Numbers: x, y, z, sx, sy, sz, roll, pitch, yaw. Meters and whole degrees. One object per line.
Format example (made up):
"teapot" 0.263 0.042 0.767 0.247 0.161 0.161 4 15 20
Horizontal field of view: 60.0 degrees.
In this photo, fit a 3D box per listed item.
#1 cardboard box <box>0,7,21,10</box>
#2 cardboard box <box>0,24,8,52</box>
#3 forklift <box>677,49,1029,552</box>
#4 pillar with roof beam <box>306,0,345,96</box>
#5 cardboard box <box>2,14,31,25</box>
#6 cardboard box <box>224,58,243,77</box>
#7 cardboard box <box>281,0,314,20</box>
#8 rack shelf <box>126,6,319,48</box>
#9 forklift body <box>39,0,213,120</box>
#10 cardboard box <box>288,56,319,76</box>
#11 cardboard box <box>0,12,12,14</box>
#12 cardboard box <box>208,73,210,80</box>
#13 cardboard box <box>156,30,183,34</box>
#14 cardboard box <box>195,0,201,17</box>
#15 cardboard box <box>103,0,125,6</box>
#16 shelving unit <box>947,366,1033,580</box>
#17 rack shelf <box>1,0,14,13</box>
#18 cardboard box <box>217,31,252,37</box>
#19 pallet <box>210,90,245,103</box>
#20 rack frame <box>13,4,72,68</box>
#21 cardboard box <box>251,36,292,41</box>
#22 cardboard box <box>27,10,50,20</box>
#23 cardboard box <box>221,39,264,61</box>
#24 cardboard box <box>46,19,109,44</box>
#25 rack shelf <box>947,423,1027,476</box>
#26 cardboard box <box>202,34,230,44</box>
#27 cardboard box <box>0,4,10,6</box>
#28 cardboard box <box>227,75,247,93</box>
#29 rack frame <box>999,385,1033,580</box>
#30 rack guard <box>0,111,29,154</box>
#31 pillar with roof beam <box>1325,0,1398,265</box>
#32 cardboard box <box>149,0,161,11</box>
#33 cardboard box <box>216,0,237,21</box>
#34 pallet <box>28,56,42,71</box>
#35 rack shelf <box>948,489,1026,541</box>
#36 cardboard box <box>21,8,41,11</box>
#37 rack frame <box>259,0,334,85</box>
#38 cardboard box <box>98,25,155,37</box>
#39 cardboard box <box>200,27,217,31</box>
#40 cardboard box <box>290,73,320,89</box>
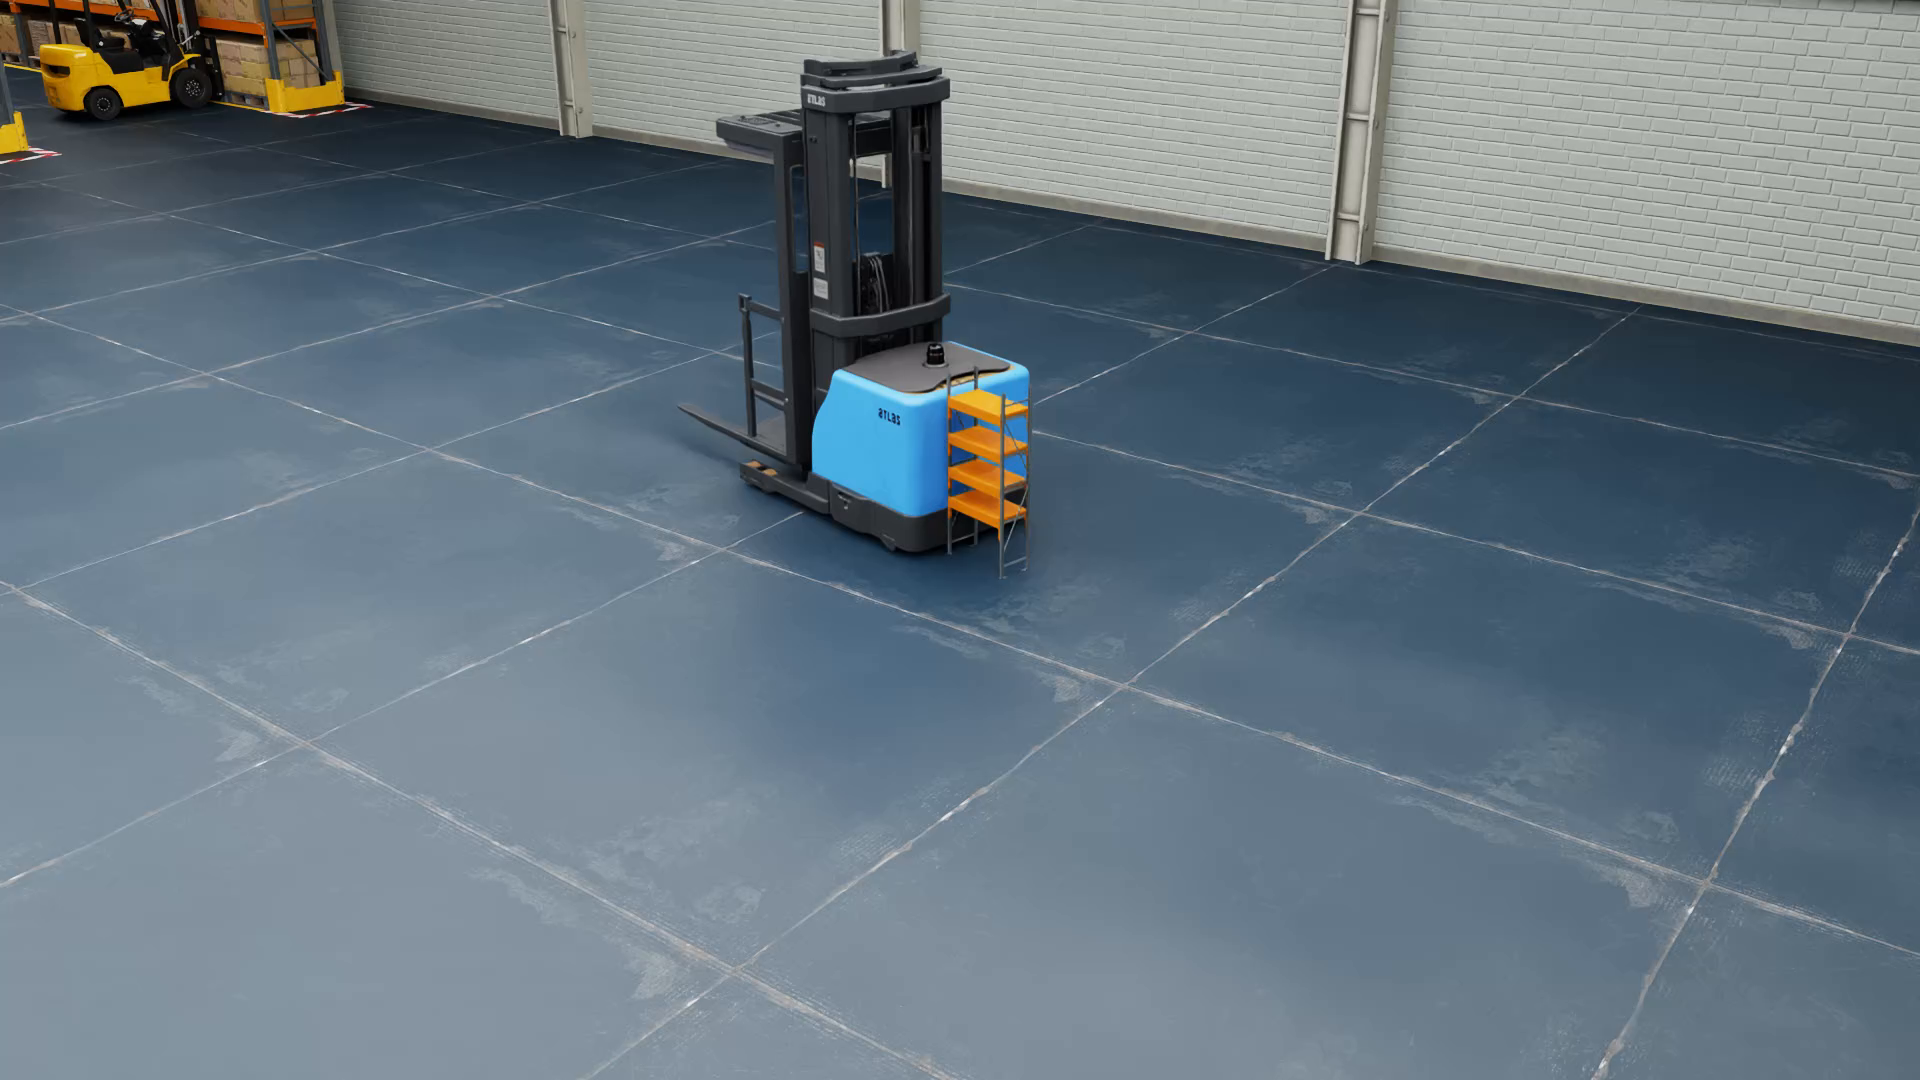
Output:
"cardboard box" -18.013 -10.015 31.534 0.250 0.149 0.380 17 29 34
"cardboard box" -17.577 -9.353 30.837 0.500 0.500 0.500 16 29 33
"forklift" -0.887 -1.781 11.157 1.130 2.935 3.031 -19 30 -37
"pillar with roof beam" -12.912 -10.028 22.350 0.400 9.000 9.100 17 29 33
"cardboard box" -17.262 -9.530 30.435 0.250 0.149 0.380 15 28 31
"cardboard box" -11.286 -7.517 26.360 0.500 0.250 0.500 16 29 33
"cardboard box" -10.544 -8.468 26.125 0.500 0.500 0.500 18 29 35
"rack shelf" -11.914 -8.367 26.913 4.000 0.370 1.077 17 29 33
"forklift body" -12.925 -7.694 25.546 1.214 2.155 2.313 17 29 33
"cardboard box" -10.566 -7.556 26.449 0.500 0.250 0.500 17 29 34
"cardboard box" -17.684 -9.664 30.739 0.250 0.149 0.380 16 28 32
"cardboard box" -12.096 -7.524 26.996 0.500 0.250 0.500 18 29 35
"cardboard box" -12.913 -8.227 27.350 0.500 0.250 0.500 17 29 33
"cardboard box" -12.094 -8.663 26.568 0.500 0.500 0.500 17 29 34
"cardboard box" -14.075 -9.149 27.981 0.500 0.250 0.500 18 29 34
"shelving unit" 0.175 -0.410 10.193 0.258 1.200 0.503 -19 30 -37
"rack shelf" -18.316 -10.302 31.303 4.000 0.370 1.077 17 29 33
"cardboard box" -11.787 -8.152 27.181 0.500 0.250 0.500 16 28 32
"pallet" -11.923 -7.404 27.291 1.213 0.211 1.003 17 29 33
"rack frame" -16.715 -10.147 30.061 0.127 3.000 1.000 17 29 33
"cardboard box" -10.987 -7.901 26.612 0.500 0.250 0.500 17 29 33
"cardboard box" -17.142 -9.792 31.029 0.250 0.149 0.380 18 29 35
"cardboard box" -11.282 -7.737 26.238 0.500 0.250 0.500 17 29 34
"cardboard box" -15.697 -8.942 29.750 0.625 0.625 0.875 18 29 35
"rack shelf" 0.175 -0.553 10.130 0.258 0.148 0.480 -19 30 -37
"cardboard box" -12.092 -7.980 26.792 0.500 0.250 0.500 16 28 32
"cardboard box" -18.387 -10.165 31.874 0.250 0.149 0.380 17 29 34
"cardboard box" -11.272 -7.282 26.446 0.500 0.250 0.500 17 29 33
"rack frame" 0.335 -0.336 10.025 0.240 1.200 0.015 -19 30 -37
"rack guard" -13.349 -5.485 22.579 0.348 0.500 1.175 17 29 33
"pillar with roof beam" 1.491 -5.676 12.471 0.400 9.000 9.100 17 29 33
"cardboard box" -12.889 -8.914 27.137 0.500 0.500 0.500 17 29 34
"cardboard box" -11.275 -8.421 26.019 0.500 0.500 0.500 18 29 35
"pallet" -16.080 -8.660 30.142 1.213 0.211 1.003 17 29 33
"rack shelf" 0.175 -0.167 10.300 0.258 0.148 0.480 -19 30 -37
"cardboard box" -17.551 -9.922 31.324 0.250 0.149 0.380 15 28 31
"rack frame" -10.314 -8.213 25.670 0.127 3.000 1.000 17 29 33
"cardboard box" -14.555 -8.598 28.969 0.625 0.625 0.875 16 29 33
"cardboard box" -12.590 -8.397 27.738 0.500 0.250 0.500 16 29 33
"cardboard box" -10.590 -7.329 26.552 0.500 0.250 0.500 17 29 34
